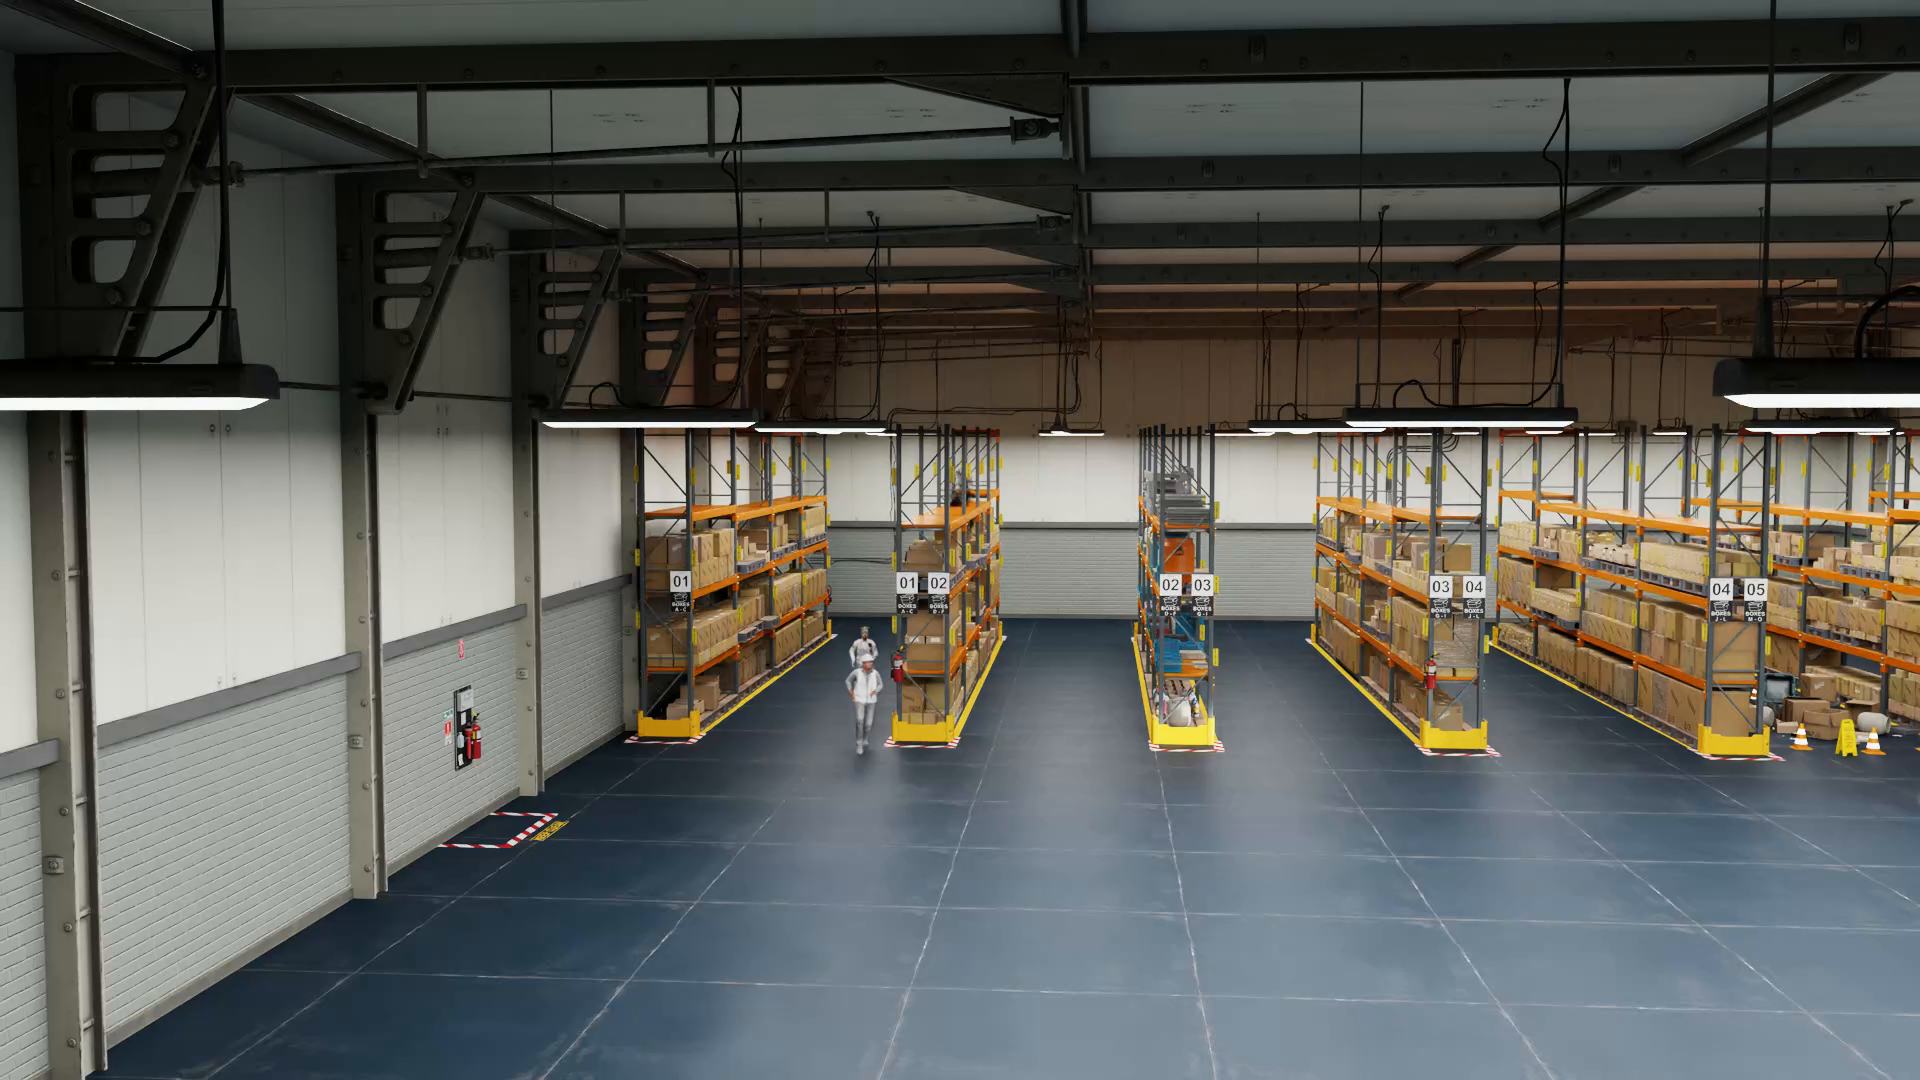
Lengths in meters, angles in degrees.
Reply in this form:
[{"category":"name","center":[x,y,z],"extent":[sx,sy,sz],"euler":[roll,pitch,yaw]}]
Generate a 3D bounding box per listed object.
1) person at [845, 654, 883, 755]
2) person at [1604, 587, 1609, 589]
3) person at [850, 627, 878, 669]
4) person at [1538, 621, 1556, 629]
[{"category":"person","center":[-1.727,2.987,30.505],"extent":[0.656,1.808,0.842],"euler":[-1,4,-18]},{"category":"person","center":[17.111,2.124,43.962],"extent":[0.661,1.769,0.993],"euler":[0,3,-2]},{"category":"person","center":[-2.070,2.698,35.961],"extent":[0.607,1.656,0.560],"euler":[0,4,-8]},{"category":"person","center":[16.587,1.971,47.128],"extent":[0.830,1.824,0.681],"euler":[0,3,3]}]
